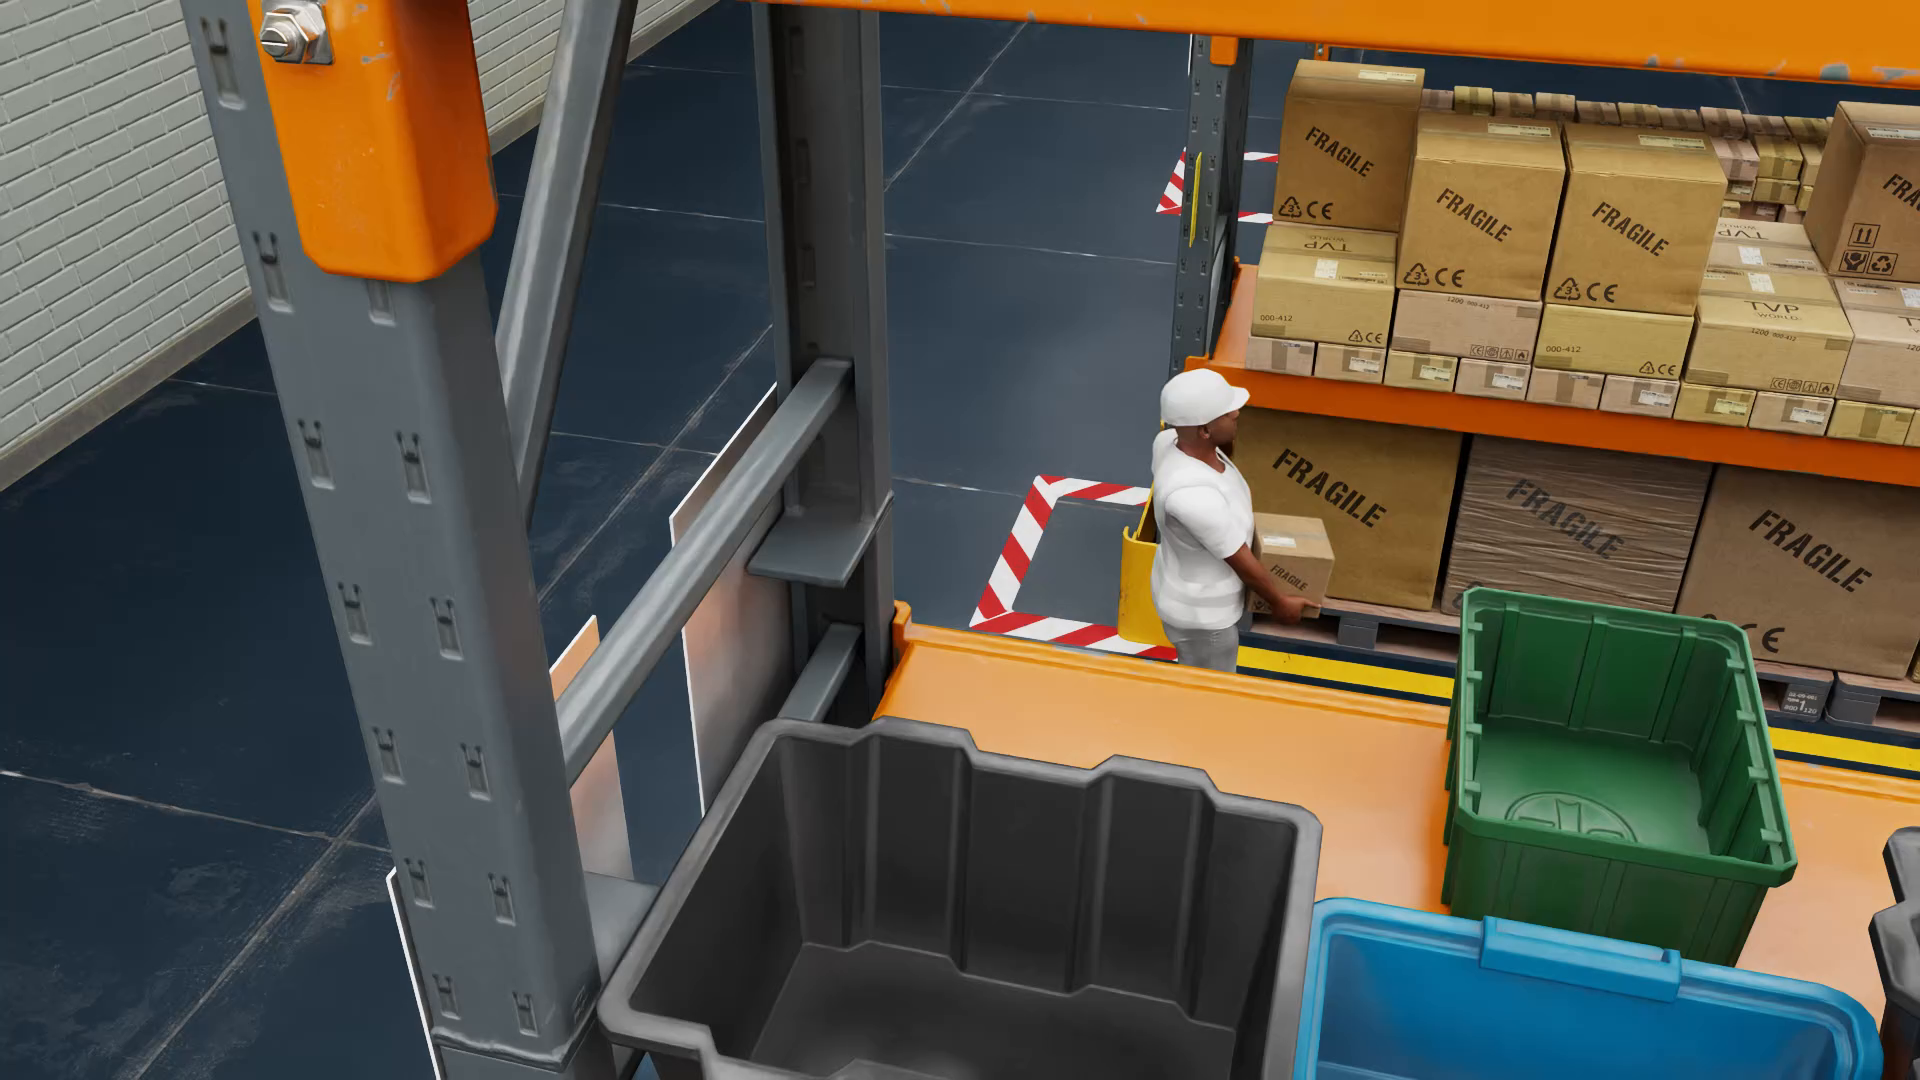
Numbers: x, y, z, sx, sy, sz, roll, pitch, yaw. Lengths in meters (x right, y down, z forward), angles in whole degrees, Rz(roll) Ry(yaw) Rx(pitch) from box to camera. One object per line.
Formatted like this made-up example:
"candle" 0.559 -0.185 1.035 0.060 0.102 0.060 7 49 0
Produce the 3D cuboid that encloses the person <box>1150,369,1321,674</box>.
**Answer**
"person" 0.932 0.205 5.801 0.587 1.761 0.503 0 33 0
